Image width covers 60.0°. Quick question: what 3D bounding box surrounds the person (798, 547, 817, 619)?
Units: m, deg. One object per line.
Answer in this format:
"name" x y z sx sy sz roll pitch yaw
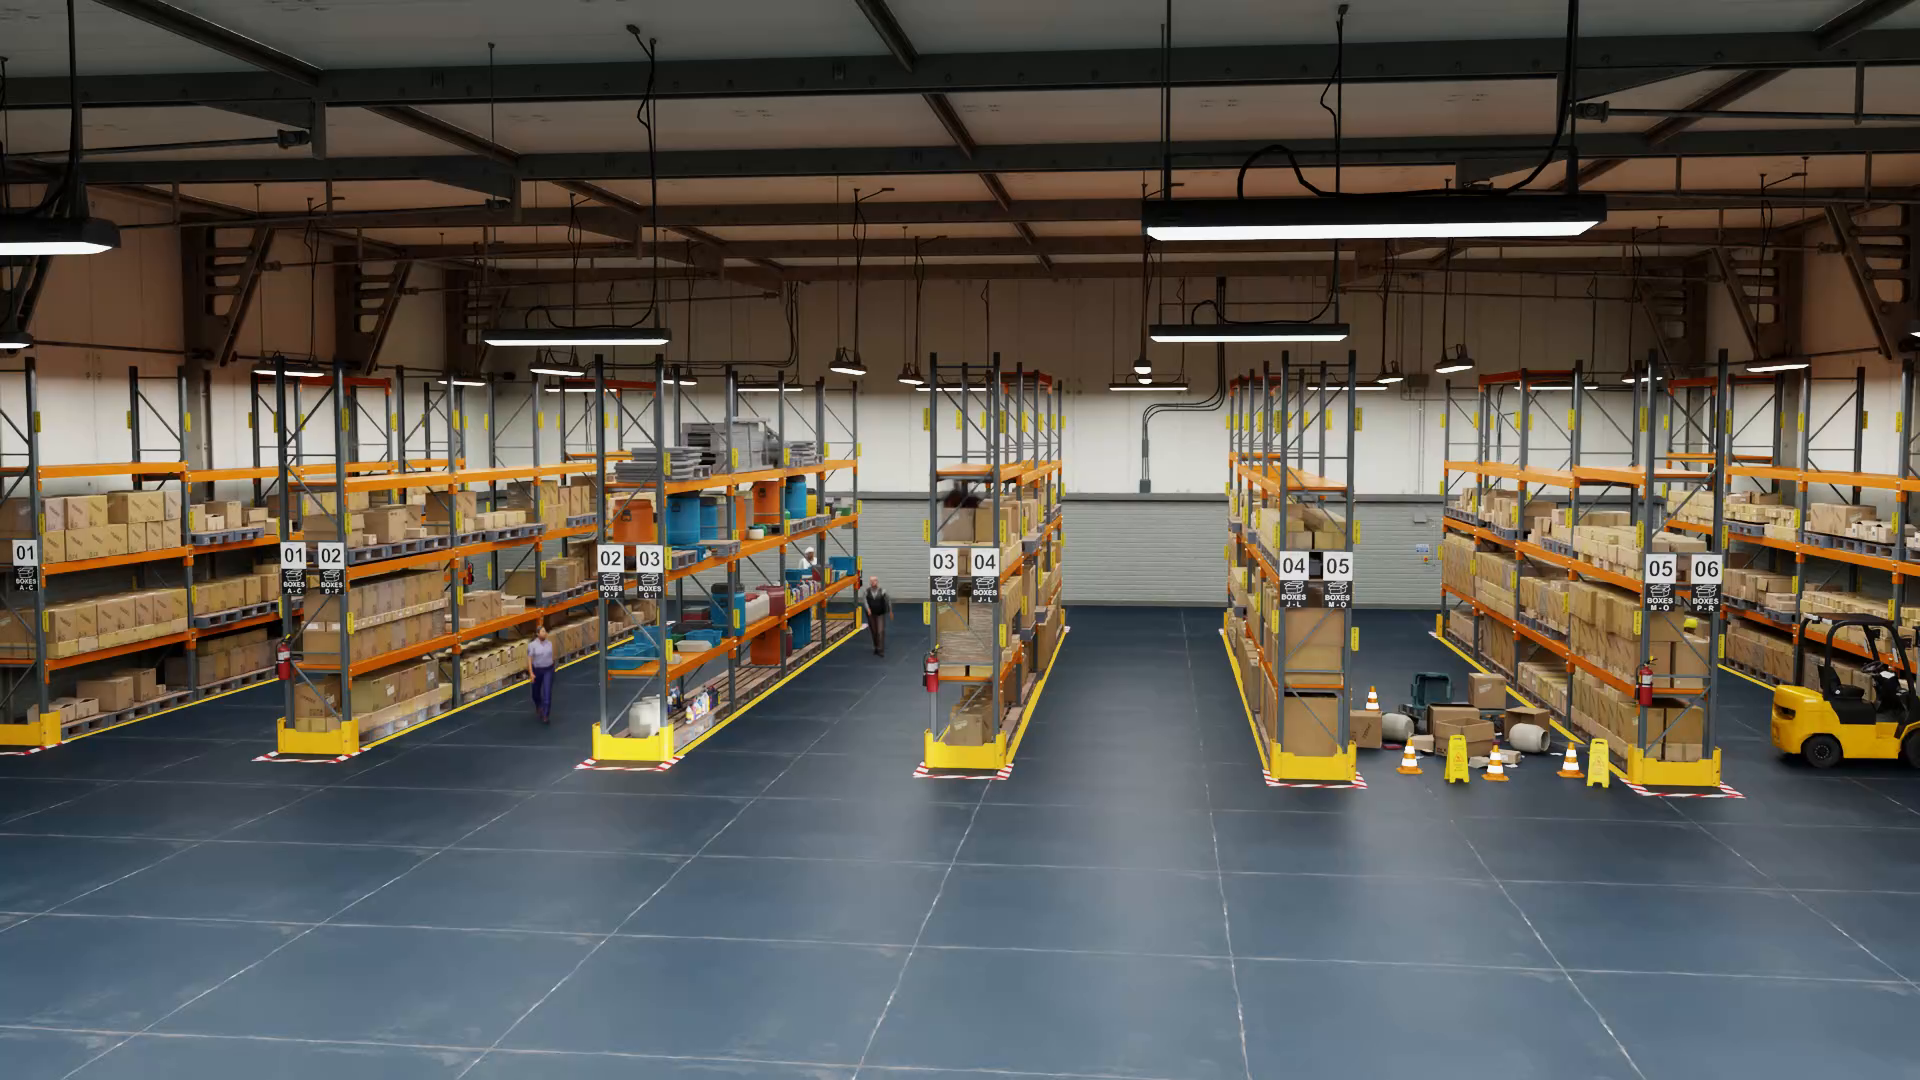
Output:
"person" -3.862 1.088 42.793 0.616 1.811 0.805 0 4 5

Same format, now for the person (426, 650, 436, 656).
"person" -10.879 1.688 34.408 0.493 1.768 0.594 1 4 14

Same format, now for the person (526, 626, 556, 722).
"person" -7.016 2.223 27.906 0.464 1.591 0.898 0 4 -7

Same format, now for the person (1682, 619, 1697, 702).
"person" 11.953 2.179 27.514 0.529 1.773 0.615 3 5 38

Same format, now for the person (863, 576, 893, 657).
"person" -1.769 1.632 35.733 0.640 1.697 0.837 0 4 2
